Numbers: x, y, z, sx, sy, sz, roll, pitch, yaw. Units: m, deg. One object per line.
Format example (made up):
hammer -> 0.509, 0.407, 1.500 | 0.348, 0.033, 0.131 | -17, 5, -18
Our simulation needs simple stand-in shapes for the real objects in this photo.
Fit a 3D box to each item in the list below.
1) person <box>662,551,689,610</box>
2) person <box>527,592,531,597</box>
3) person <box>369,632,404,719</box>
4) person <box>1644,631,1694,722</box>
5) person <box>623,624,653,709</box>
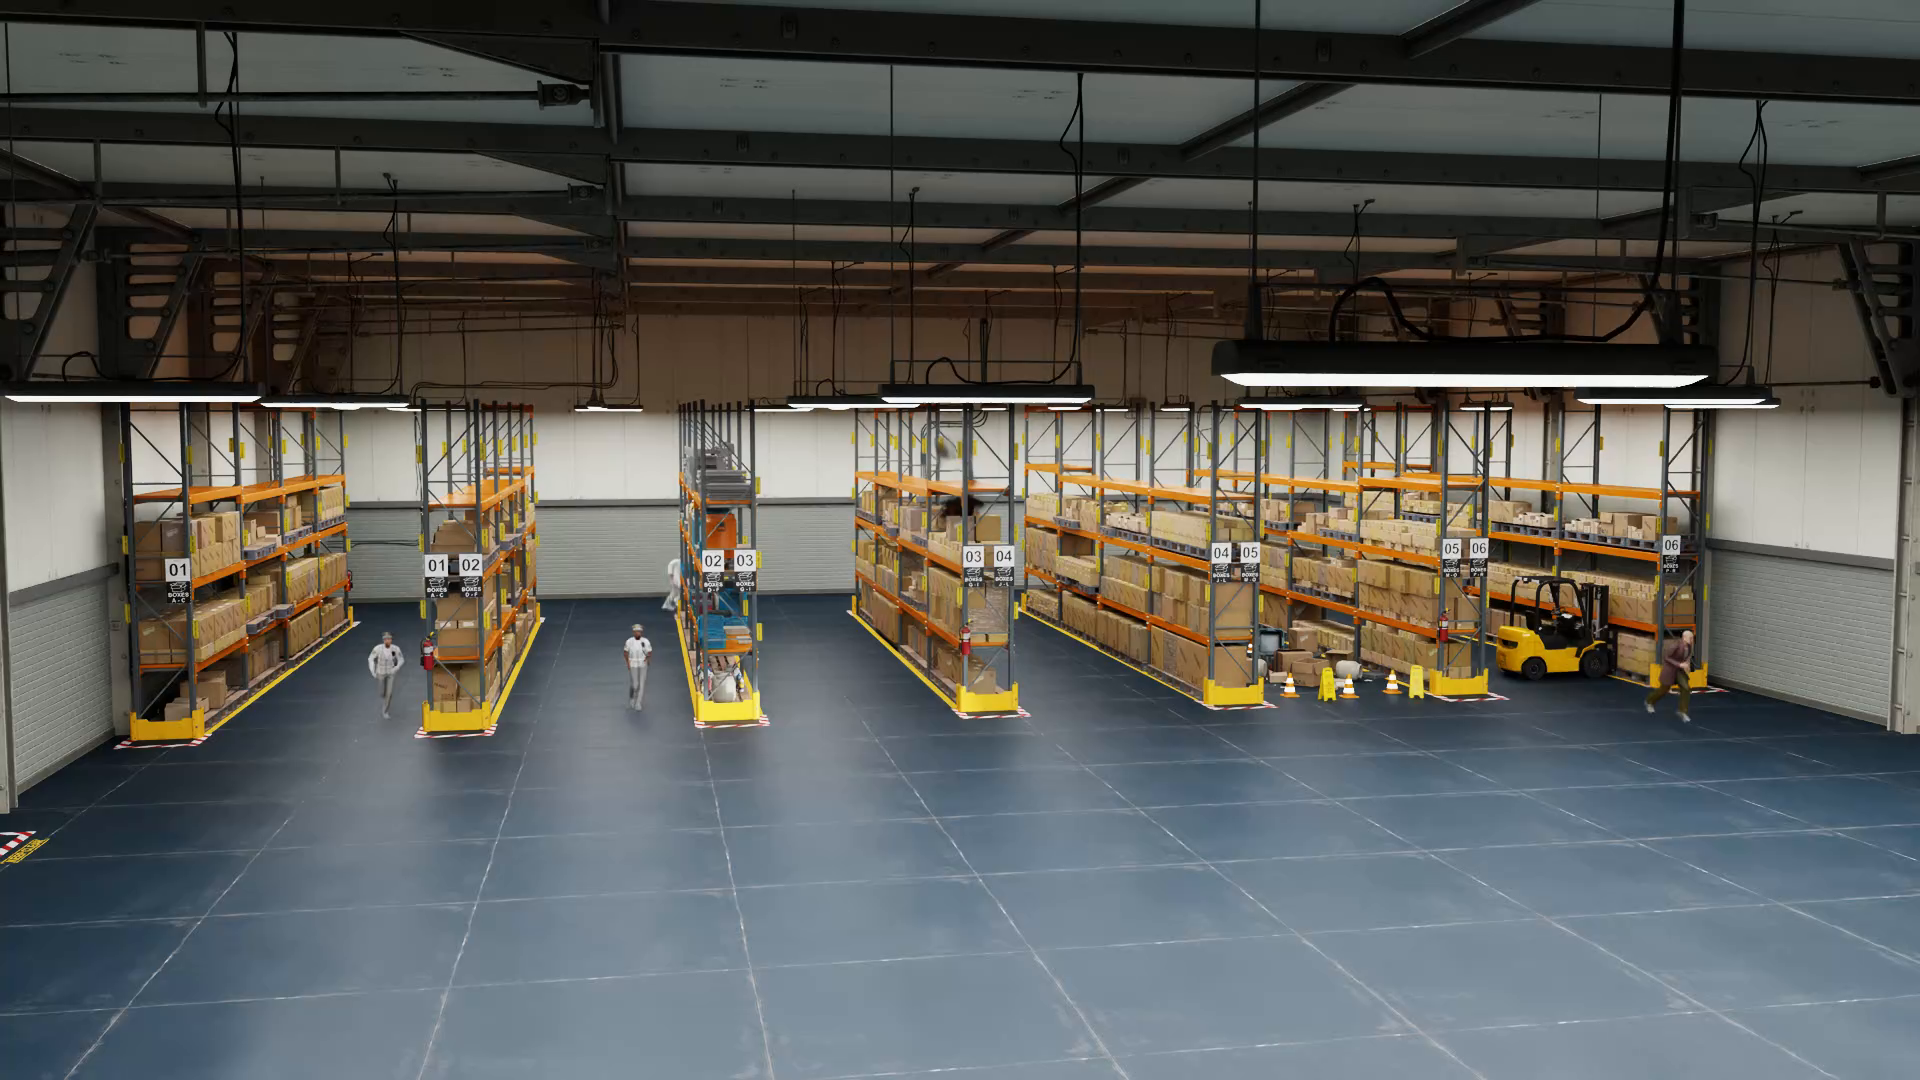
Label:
person -> -8.216, 1.187, 48.543 | 0.956, 1.706, 0.691 | 0, 4, -5
person -> -12.540, 1.295, 47.275 | 0.761, 1.740, 0.695 | 0, 4, 5
person -> -10.882, 2.543, 31.577 | 0.647, 1.655, 0.656 | -1, 4, -15
person -> 13.385, 2.532, 31.383 | 0.755, 1.742, 1.072 | -2, 5, -30
person -> -6.224, 2.458, 32.209 | 0.561, 1.667, 0.567 | -1, 4, -13
